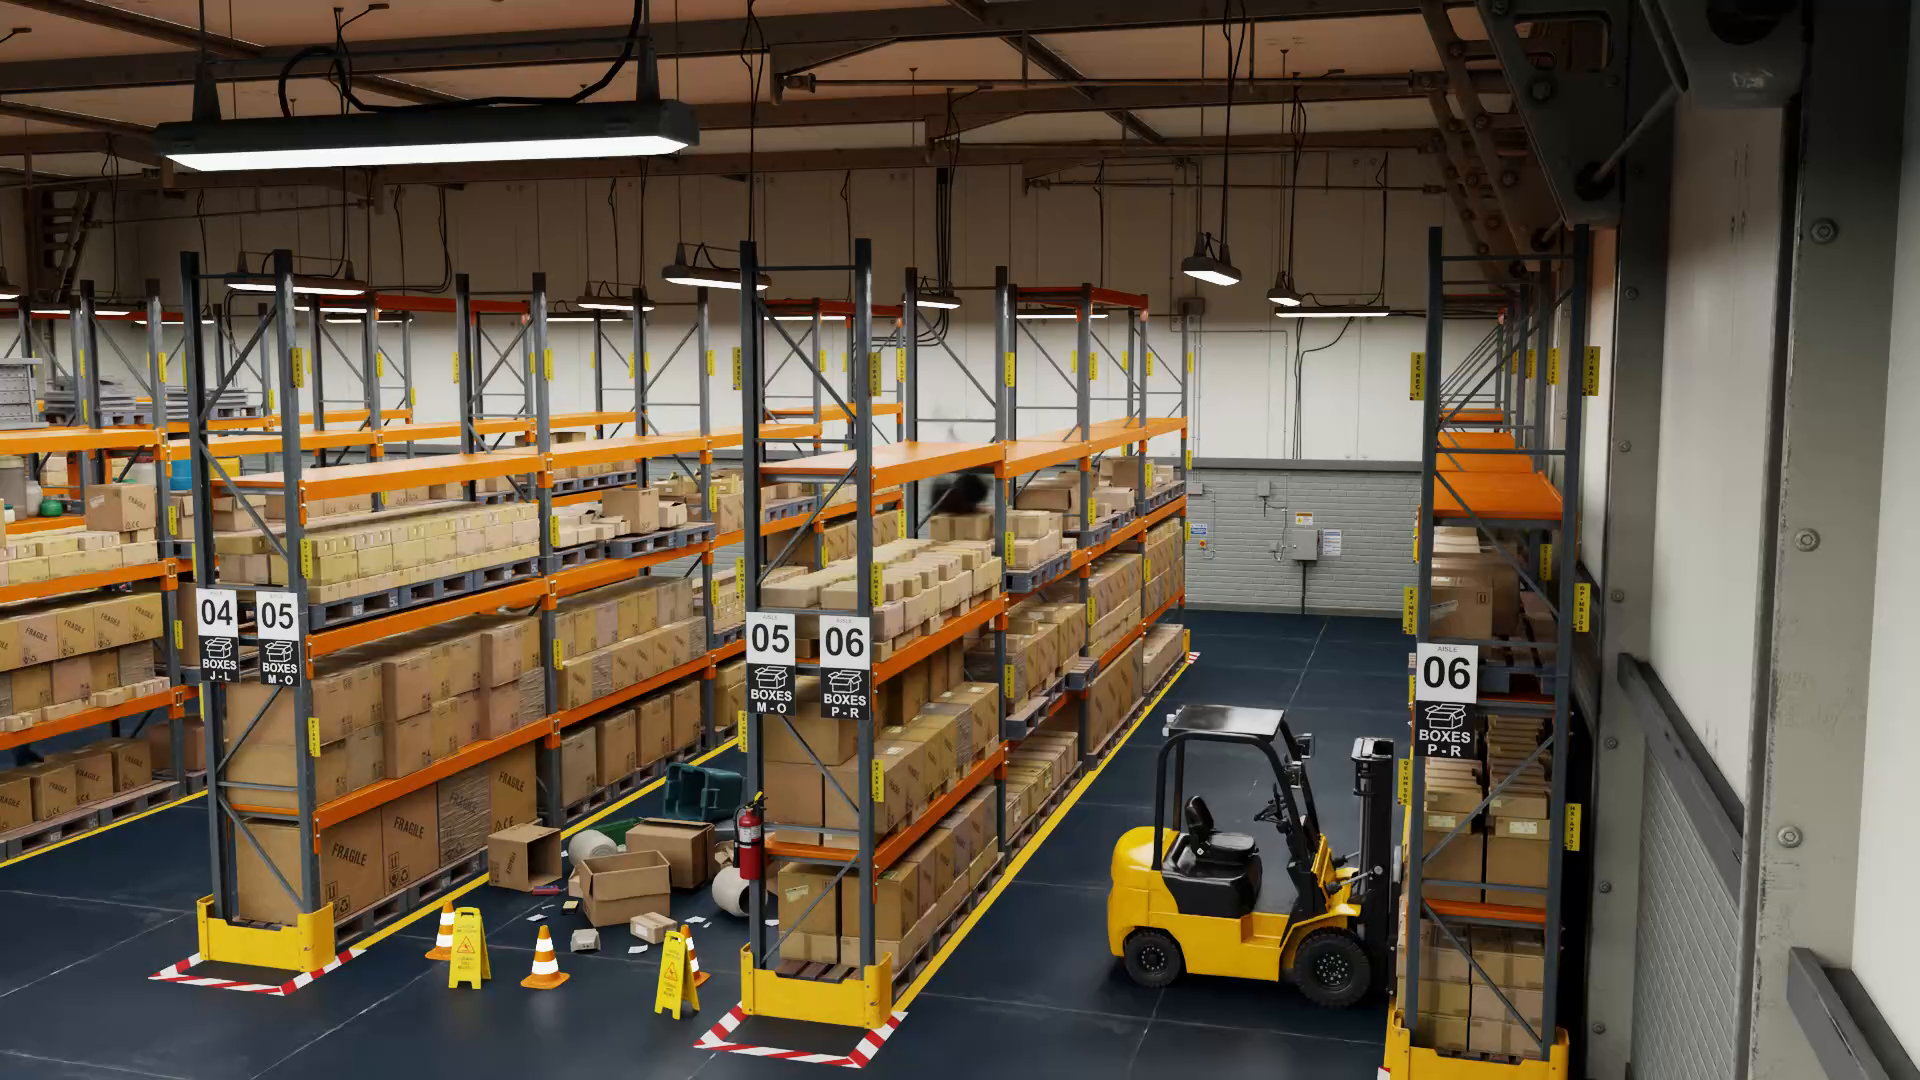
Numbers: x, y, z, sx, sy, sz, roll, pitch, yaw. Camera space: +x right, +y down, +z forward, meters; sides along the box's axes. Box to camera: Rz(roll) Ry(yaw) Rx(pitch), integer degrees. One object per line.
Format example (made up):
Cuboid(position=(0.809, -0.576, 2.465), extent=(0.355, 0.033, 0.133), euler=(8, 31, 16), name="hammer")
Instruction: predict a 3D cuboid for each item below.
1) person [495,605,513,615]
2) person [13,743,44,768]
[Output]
Cuboid(position=(-6.431, 1.726, 23.368), extent=(0.605, 1.654, 0.547), euler=(1, 7, 11), name="person")
Cuboid(position=(-10.972, 2.179, 19.459), extent=(0.537, 1.596, 0.878), euler=(1, 6, 6), name="person")
